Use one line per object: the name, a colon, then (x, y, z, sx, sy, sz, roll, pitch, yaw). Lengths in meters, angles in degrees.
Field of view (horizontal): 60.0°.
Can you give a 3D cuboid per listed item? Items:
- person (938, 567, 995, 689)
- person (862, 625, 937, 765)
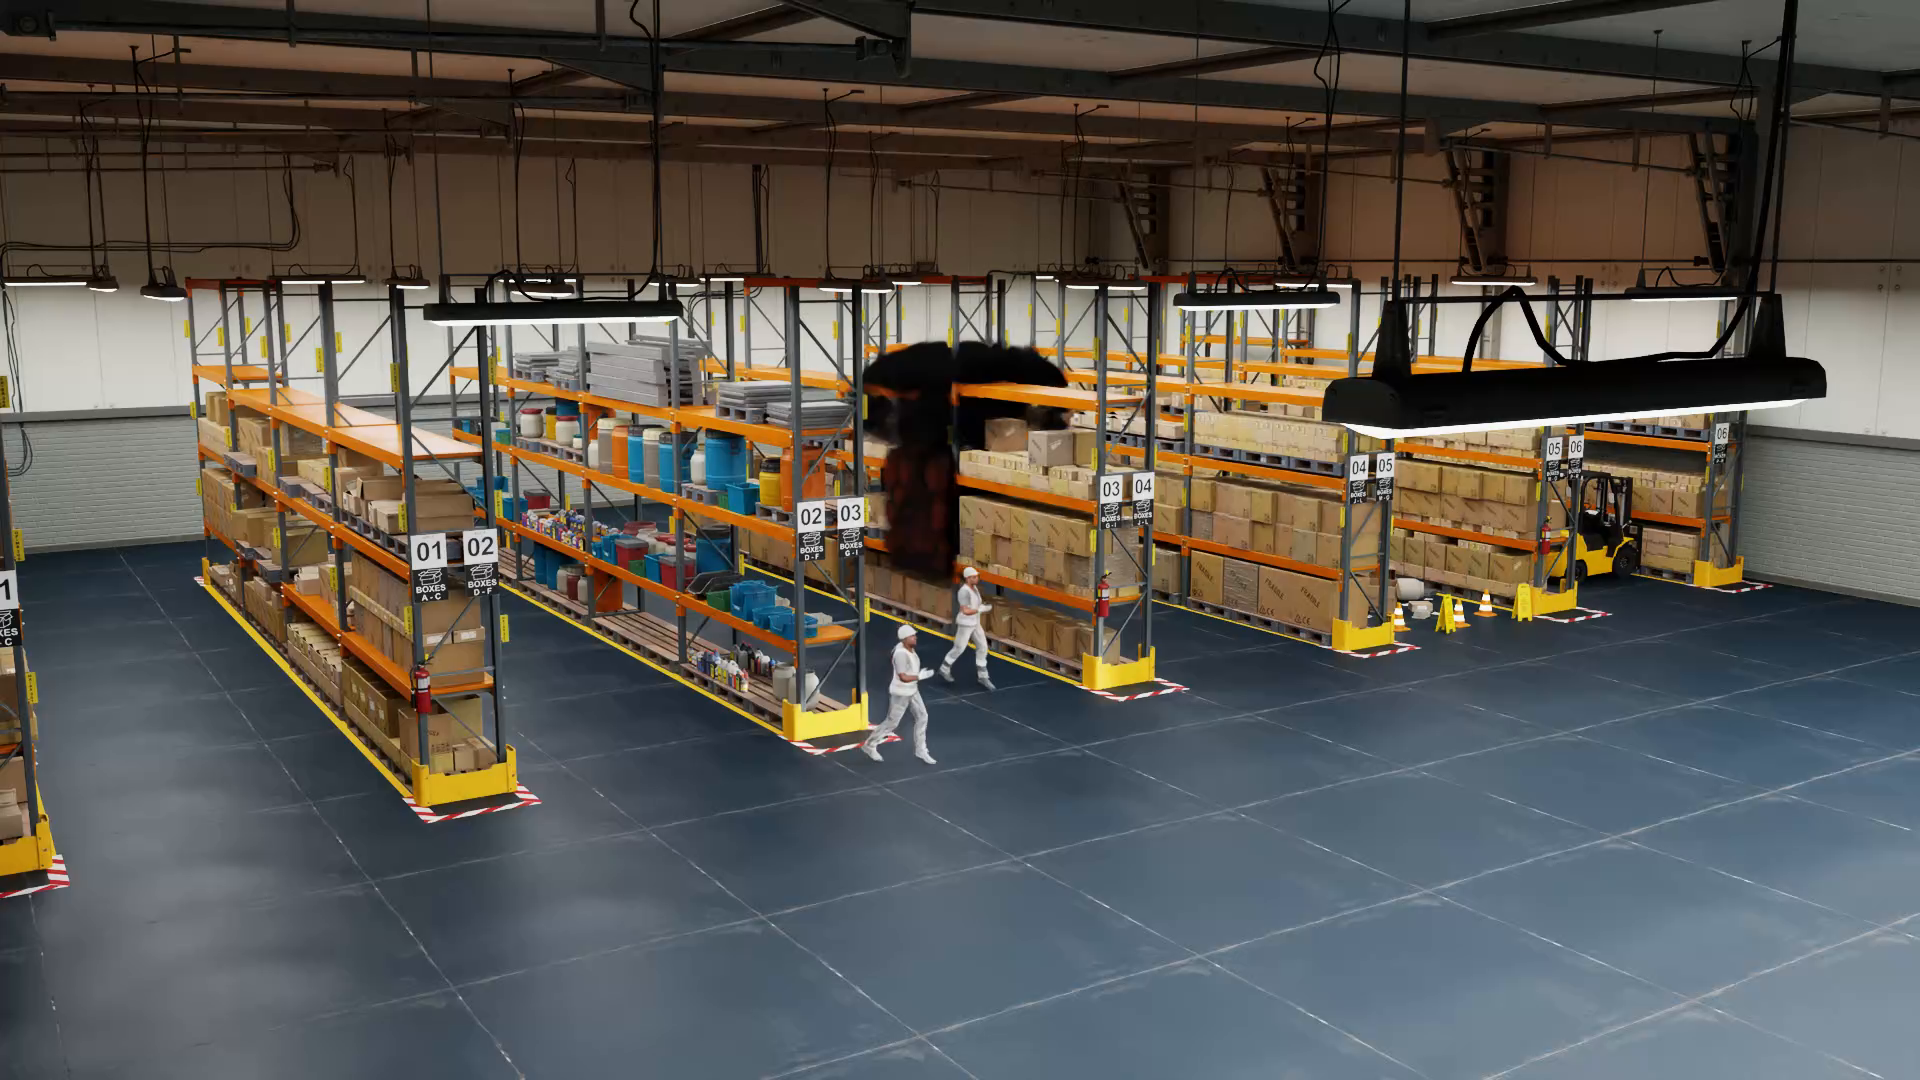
person: (0.115, 1.294, 24.808, 0.877, 1.825, 0.652, 5, 11, 29)
person: (-0.763, 1.957, 21.020, 0.931, 1.828, 0.696, 2, 10, 12)
